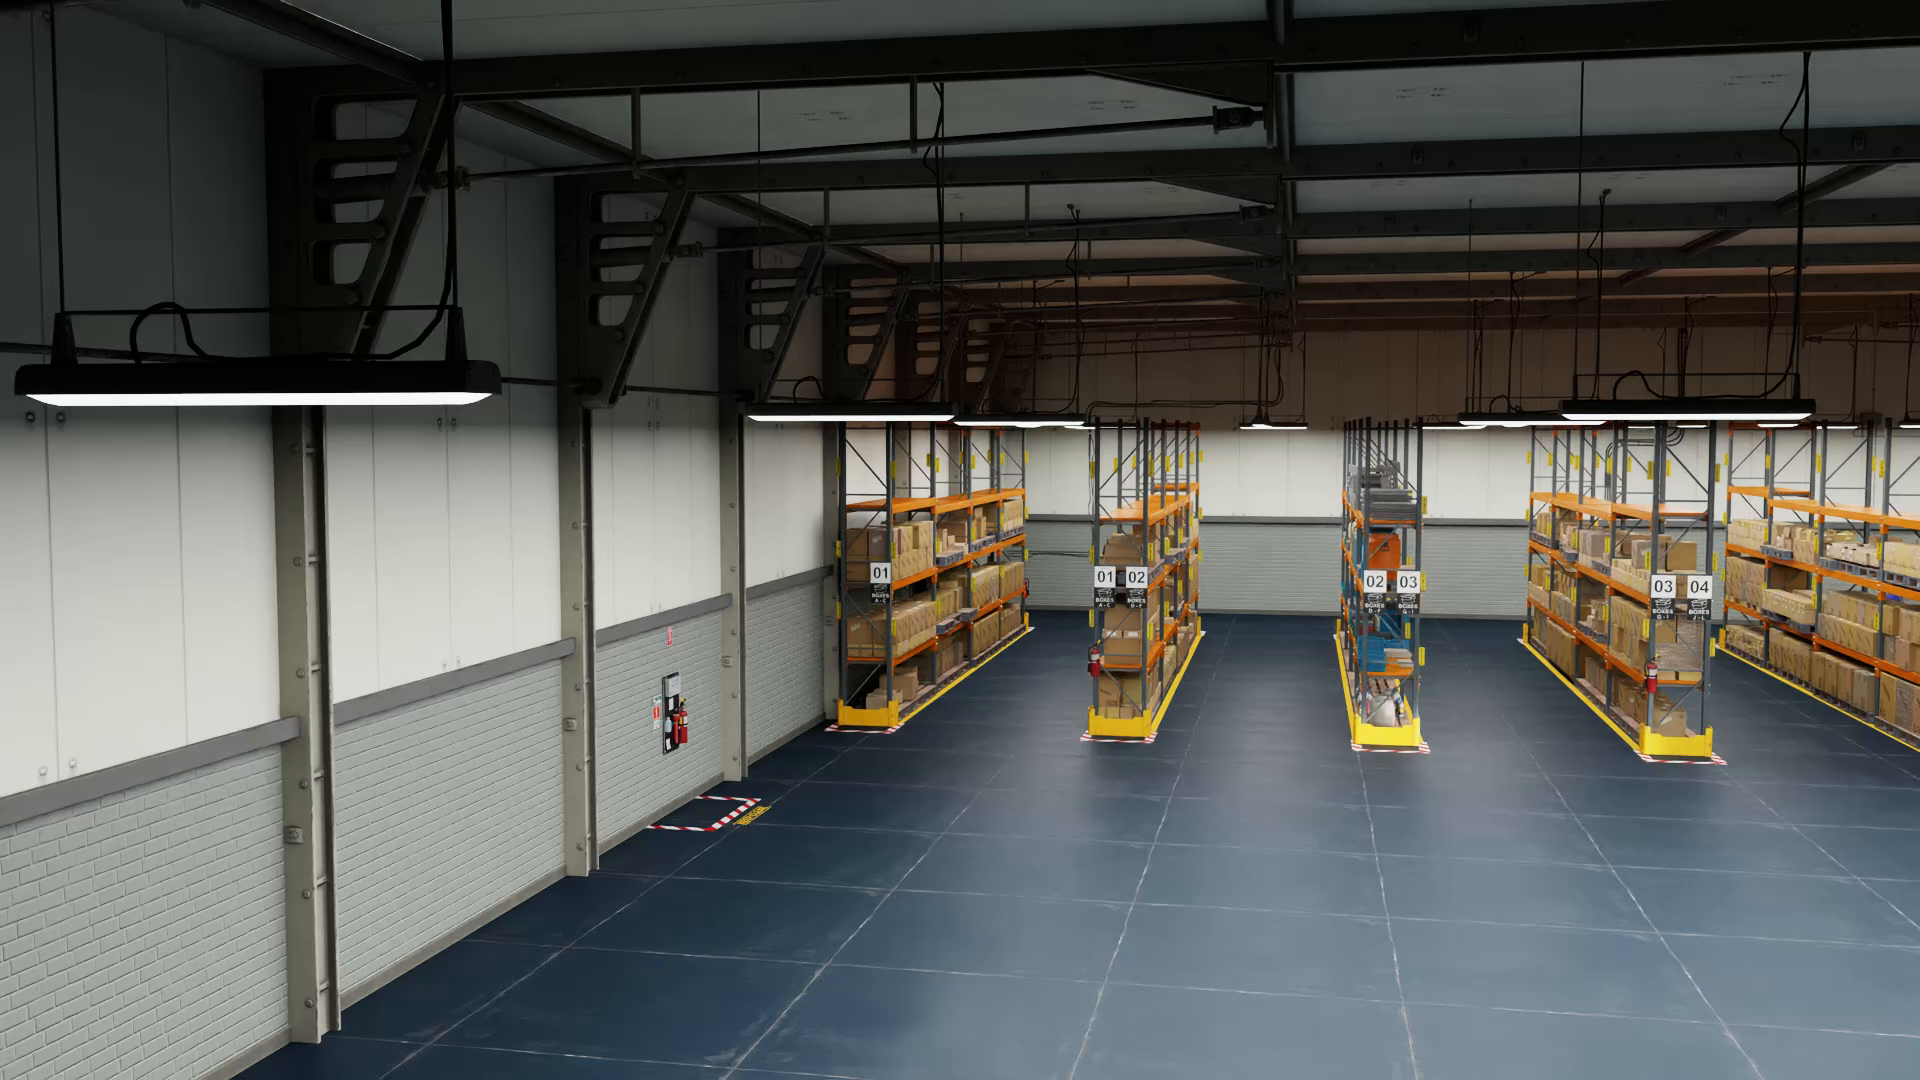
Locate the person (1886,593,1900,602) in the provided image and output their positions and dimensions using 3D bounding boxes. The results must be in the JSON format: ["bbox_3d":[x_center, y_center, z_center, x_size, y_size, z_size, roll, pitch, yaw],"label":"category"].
[{"bbox_3d":[25.629,1.942,45.655,0.951,1.610,0.456,0,4,-8],"label":"person"}]
